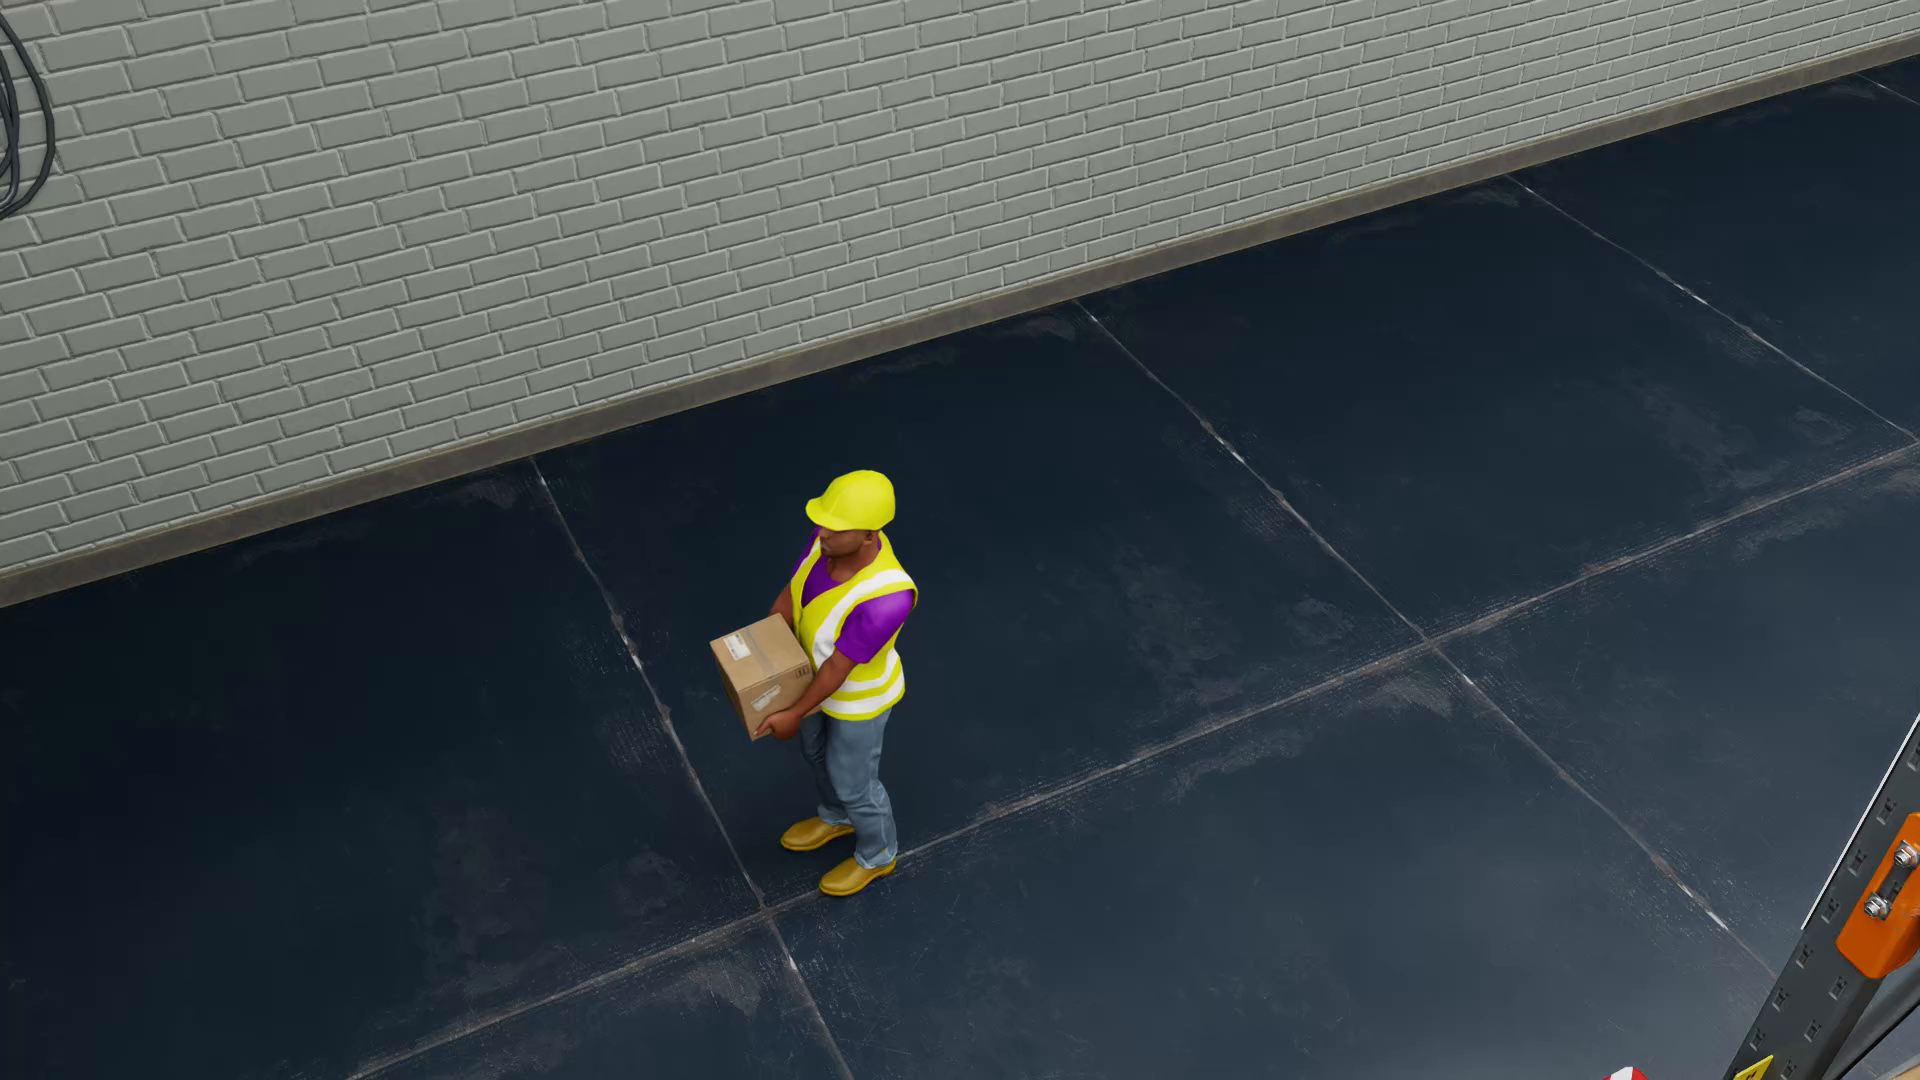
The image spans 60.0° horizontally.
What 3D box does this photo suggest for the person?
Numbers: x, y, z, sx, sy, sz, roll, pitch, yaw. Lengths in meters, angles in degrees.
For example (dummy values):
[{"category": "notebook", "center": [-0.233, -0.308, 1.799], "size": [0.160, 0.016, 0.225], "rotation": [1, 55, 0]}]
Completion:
[{"category": "person", "center": [-0.458, 0.513, 5.555], "size": [0.577, 1.760, 0.503], "rotation": [-18, 44, -20]}]
